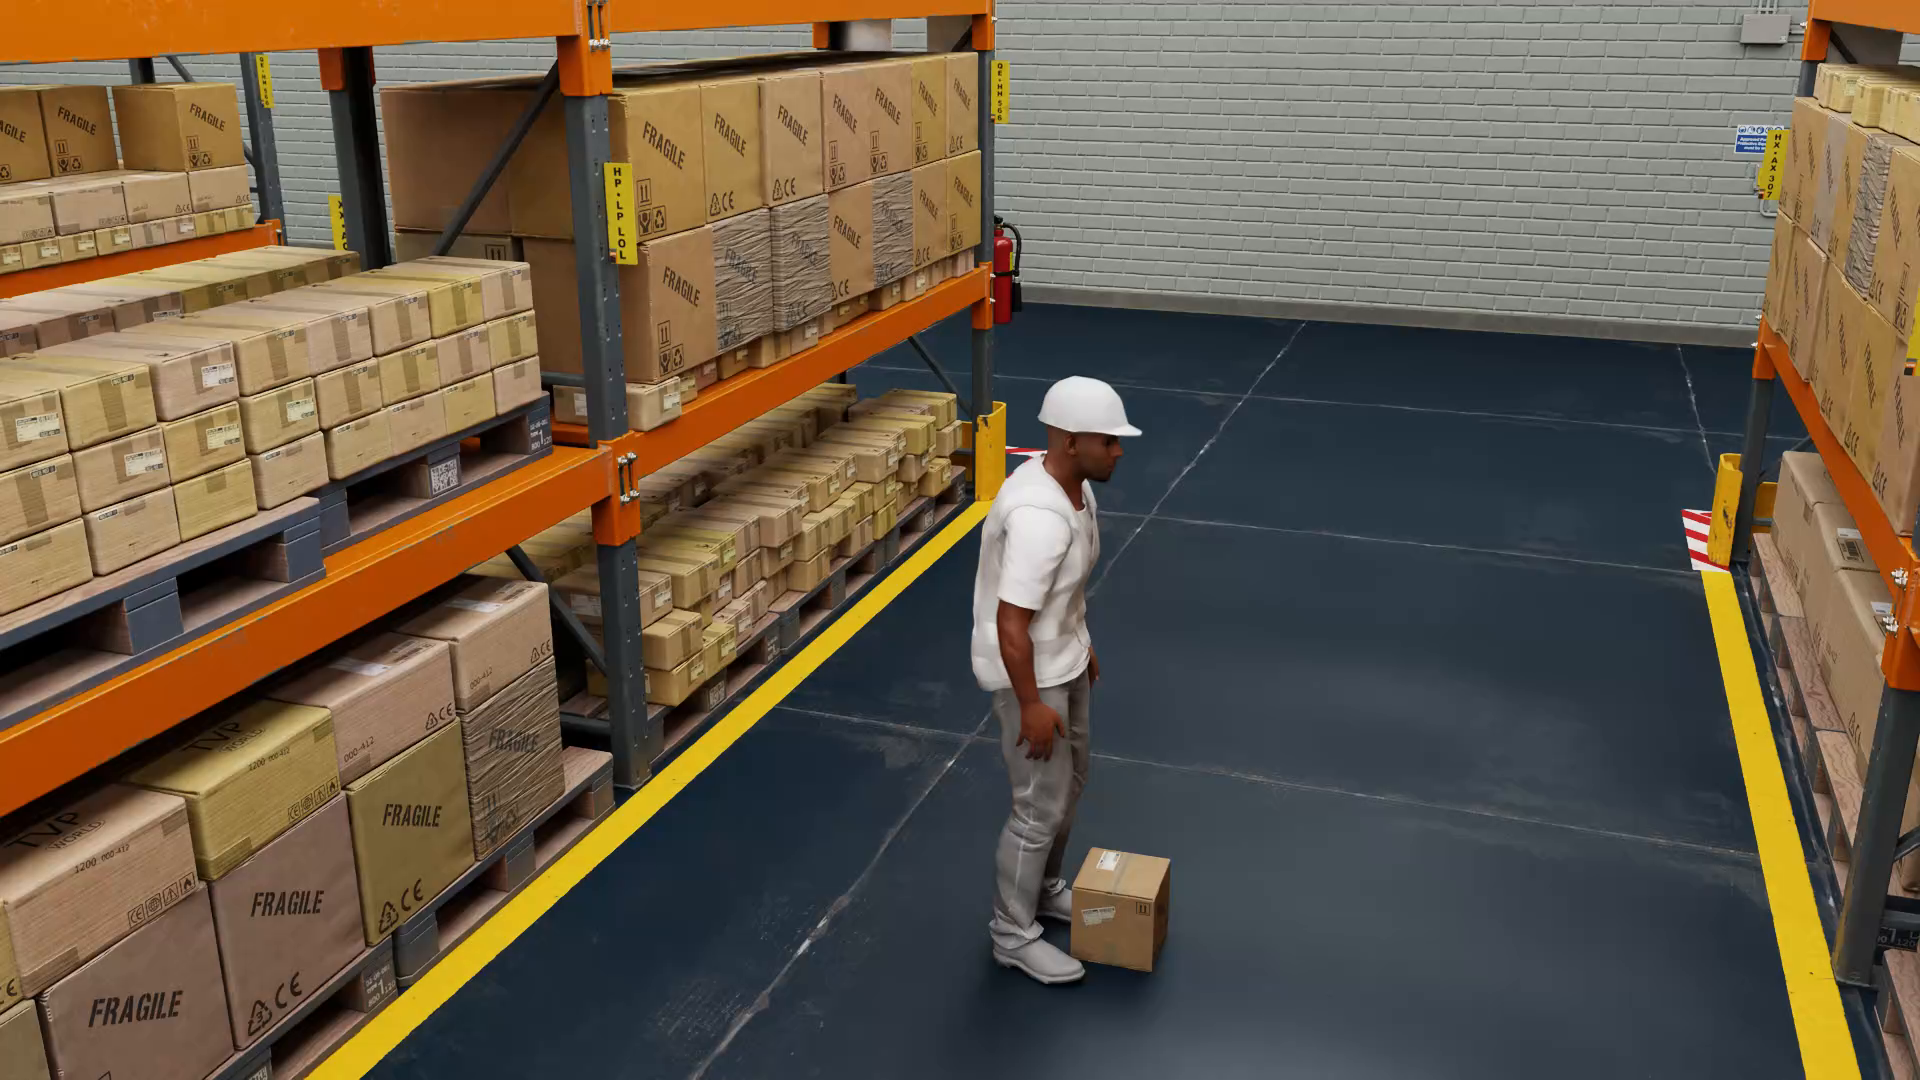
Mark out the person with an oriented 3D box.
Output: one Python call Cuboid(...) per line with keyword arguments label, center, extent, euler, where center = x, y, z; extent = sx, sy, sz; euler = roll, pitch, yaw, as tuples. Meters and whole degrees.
Cuboid(label="person", center=(0.276, 0.387, 4.883), extent=(0.461, 1.757, 0.636), euler=(6, 19, 17))
